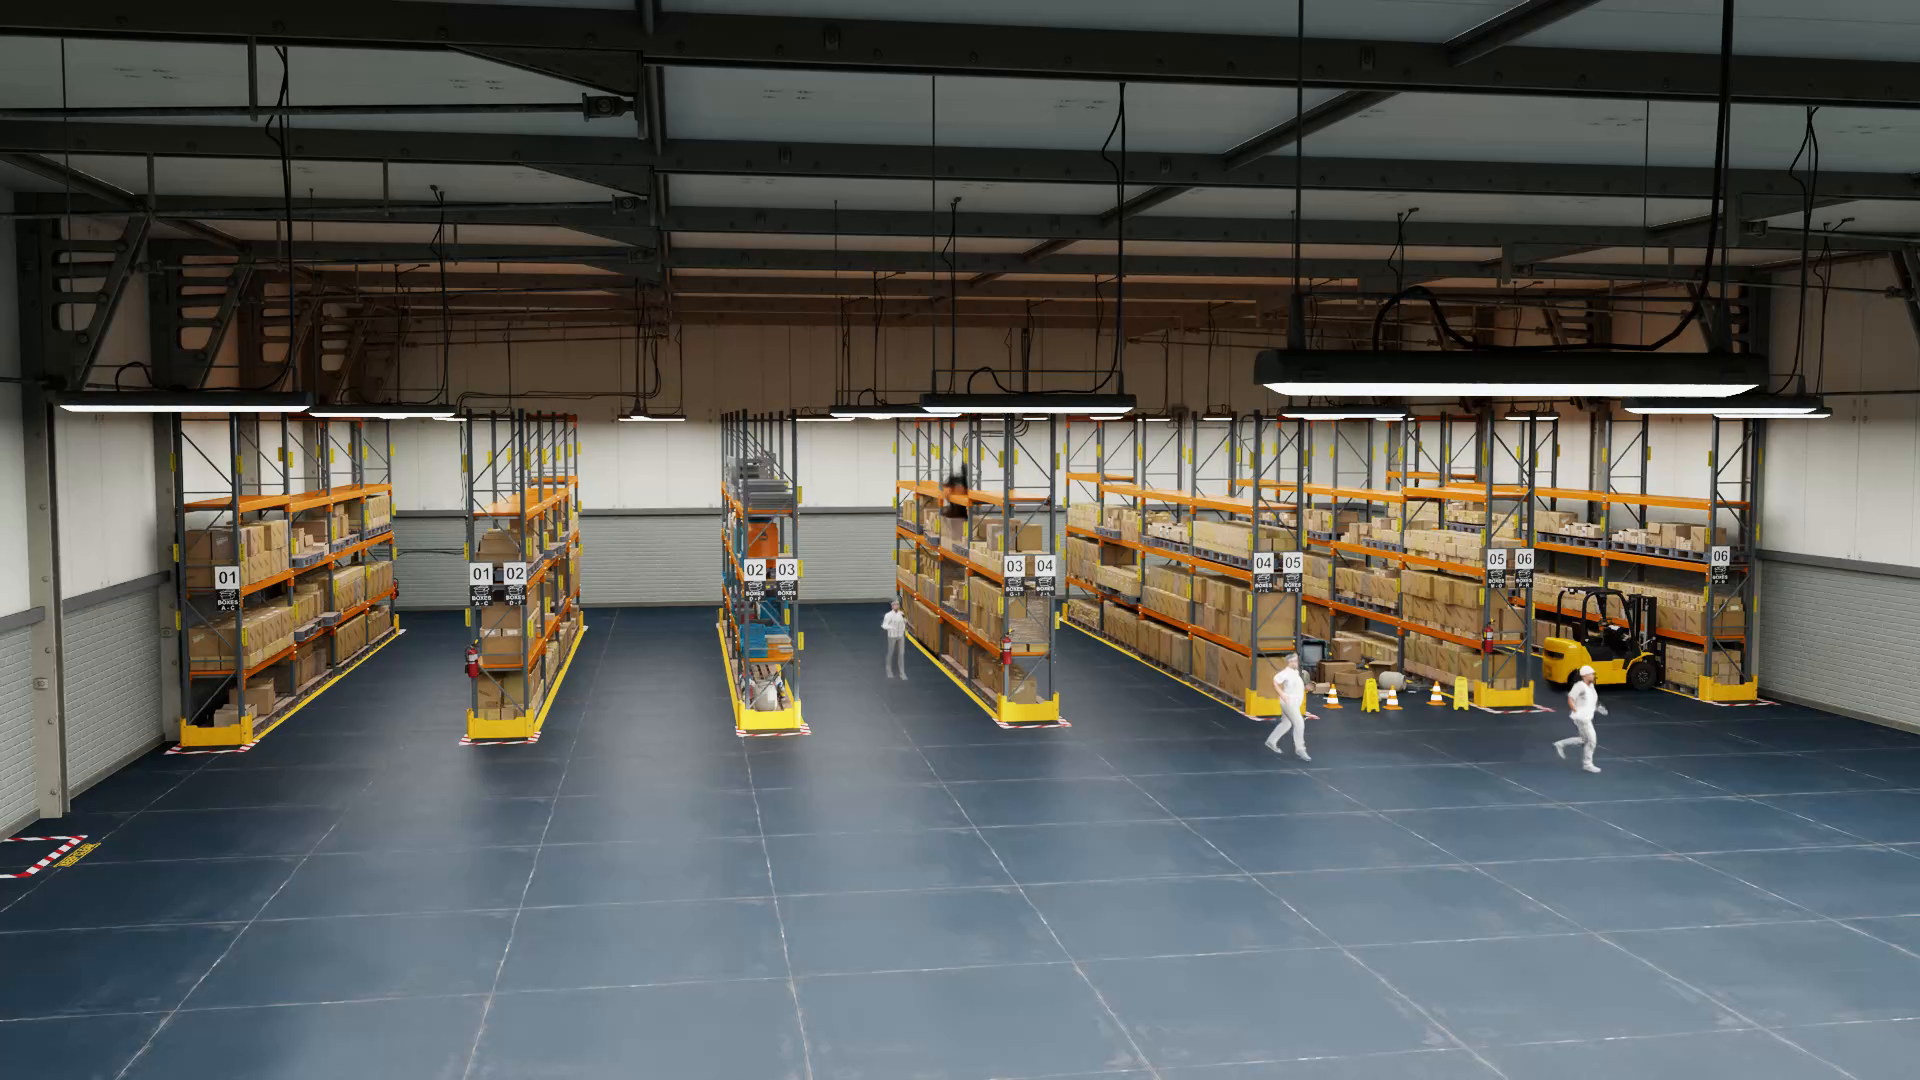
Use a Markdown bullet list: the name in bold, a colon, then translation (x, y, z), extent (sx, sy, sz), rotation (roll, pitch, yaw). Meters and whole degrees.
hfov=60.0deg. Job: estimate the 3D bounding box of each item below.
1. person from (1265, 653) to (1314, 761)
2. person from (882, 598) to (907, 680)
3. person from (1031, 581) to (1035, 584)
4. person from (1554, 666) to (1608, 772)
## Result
- **person**: translation (5.655, 2.848, 28.566), extent (0.851, 1.844, 0.647), rotation (2, 4, 22)
- **person**: translation (-1.361, 2.102, 35.410), extent (0.612, 1.737, 0.853), rotation (-2, 4, -23)
- **person**: translation (2.009, 1.587, 47.058), extent (0.725, 1.778, 0.663), rotation (0, 4, 5)
- **person**: translation (10.223, 2.937, 27.519), extent (0.813, 1.744, 0.635), rotation (3, 5, 38)
